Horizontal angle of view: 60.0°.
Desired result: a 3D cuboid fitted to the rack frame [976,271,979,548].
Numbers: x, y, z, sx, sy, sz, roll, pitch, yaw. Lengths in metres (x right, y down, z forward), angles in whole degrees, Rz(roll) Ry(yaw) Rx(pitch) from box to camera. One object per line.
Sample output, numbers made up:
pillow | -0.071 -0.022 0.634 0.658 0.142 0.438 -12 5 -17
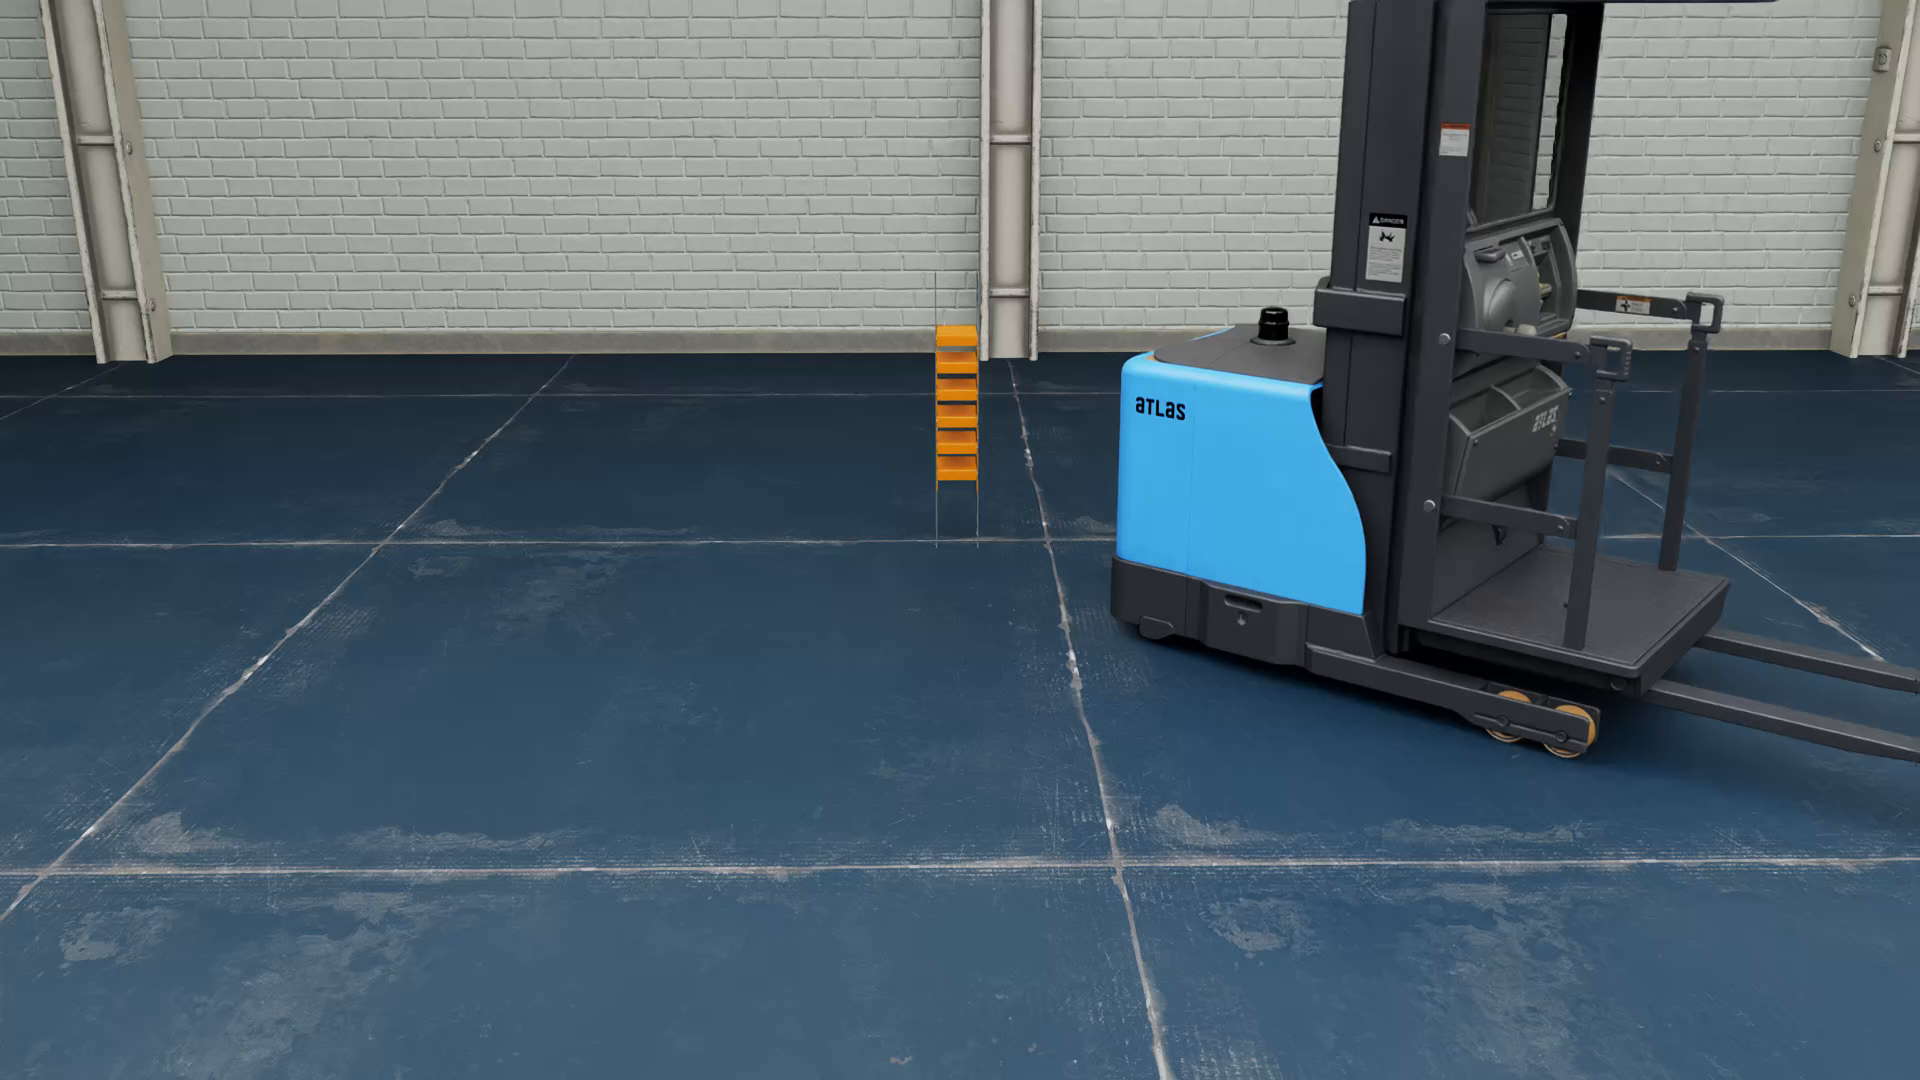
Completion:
rack frame | 0.077 -0.572 7.365 0.006 1.200 0.240 0 18 -1

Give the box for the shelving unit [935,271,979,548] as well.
shelving unit | -0.014 -0.571 7.364 0.189 1.200 0.258 0 18 -1

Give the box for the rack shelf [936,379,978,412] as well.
rack shelf | -0.014 -0.643 7.341 0.180 0.103 0.258 0 18 -1

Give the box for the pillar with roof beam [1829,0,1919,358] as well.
pillar with roof beam | 6.399 -4.276 6.146 0.400 9.000 9.100 0 18 -1

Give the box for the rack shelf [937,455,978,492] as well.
rack shelf | -0.014 -0.300 7.451 0.180 0.103 0.258 0 18 -1

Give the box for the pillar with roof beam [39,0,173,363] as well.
pillar with roof beam | -5.599 -4.218 5.966 0.400 9.000 9.100 0 18 -1

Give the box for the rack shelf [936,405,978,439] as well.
rack shelf | -0.014 -0.529 7.378 0.180 0.103 0.258 0 18 -1

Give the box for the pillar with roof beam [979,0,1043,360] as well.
pillar with roof beam | 0.400 -4.247 6.056 0.400 9.000 9.100 0 18 -1

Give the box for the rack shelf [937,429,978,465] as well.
rack shelf | -0.014 -0.415 7.414 0.180 0.103 0.258 0 18 -1

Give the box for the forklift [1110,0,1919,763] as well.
forklift | 2.051 -0.876 5.481 3.031 2.935 1.130 14 22 36

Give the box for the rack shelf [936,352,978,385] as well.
rack shelf | -0.014 -0.757 7.304 0.180 0.103 0.258 0 18 -1

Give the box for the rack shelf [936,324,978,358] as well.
rack shelf | -0.014 -0.872 7.268 0.180 0.103 0.258 0 18 -1

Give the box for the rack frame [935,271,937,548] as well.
rack frame | -0.106 -0.571 7.363 0.006 1.200 0.240 0 18 -1
